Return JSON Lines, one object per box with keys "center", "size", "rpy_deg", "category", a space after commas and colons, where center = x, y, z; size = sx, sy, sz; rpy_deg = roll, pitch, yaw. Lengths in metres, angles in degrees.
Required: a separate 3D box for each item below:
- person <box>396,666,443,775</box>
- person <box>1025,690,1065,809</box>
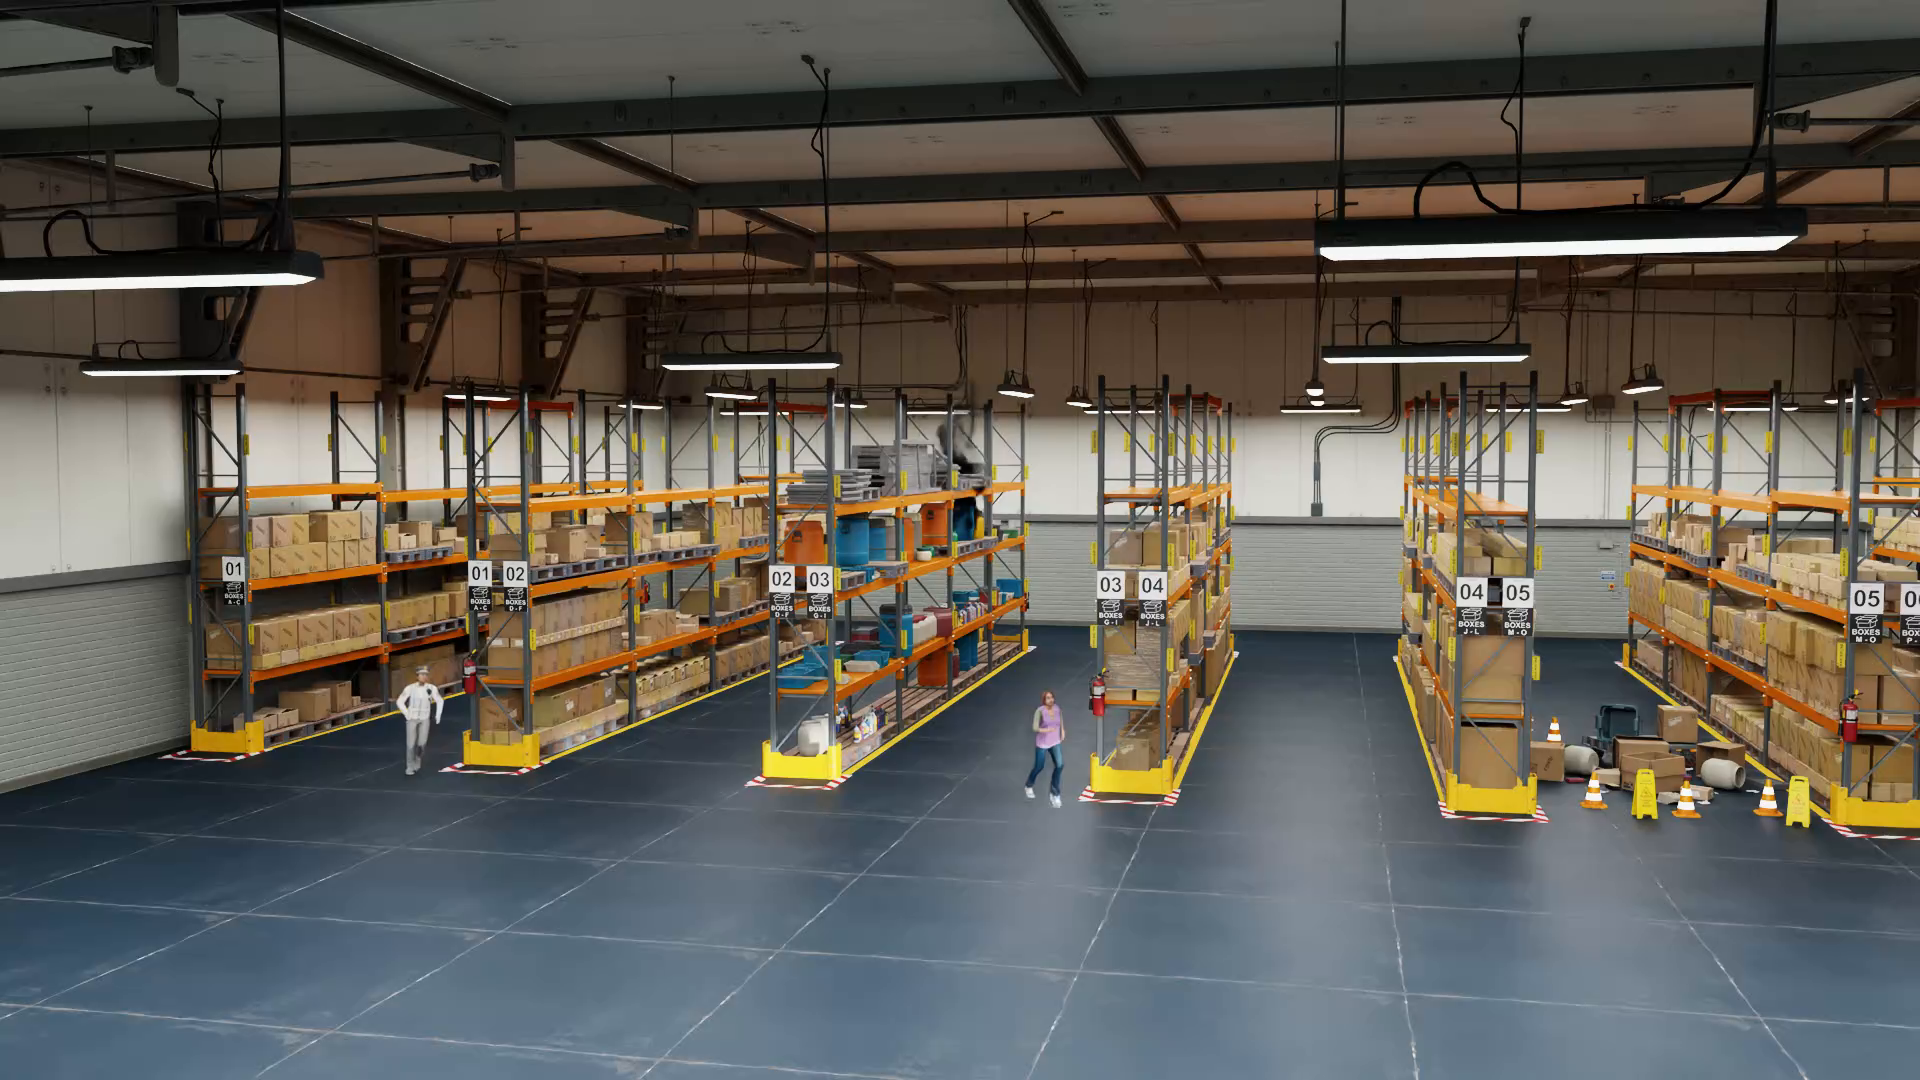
{"center": [-8.194, 2.738, 25.264], "size": [0.689, 1.648, 0.489], "rpy_deg": [-1, 3, -20], "category": "person"}
{"center": [1.215, 2.880, 23.120], "size": [0.548, 1.631, 0.839], "rpy_deg": [-1, 3, -21], "category": "person"}
